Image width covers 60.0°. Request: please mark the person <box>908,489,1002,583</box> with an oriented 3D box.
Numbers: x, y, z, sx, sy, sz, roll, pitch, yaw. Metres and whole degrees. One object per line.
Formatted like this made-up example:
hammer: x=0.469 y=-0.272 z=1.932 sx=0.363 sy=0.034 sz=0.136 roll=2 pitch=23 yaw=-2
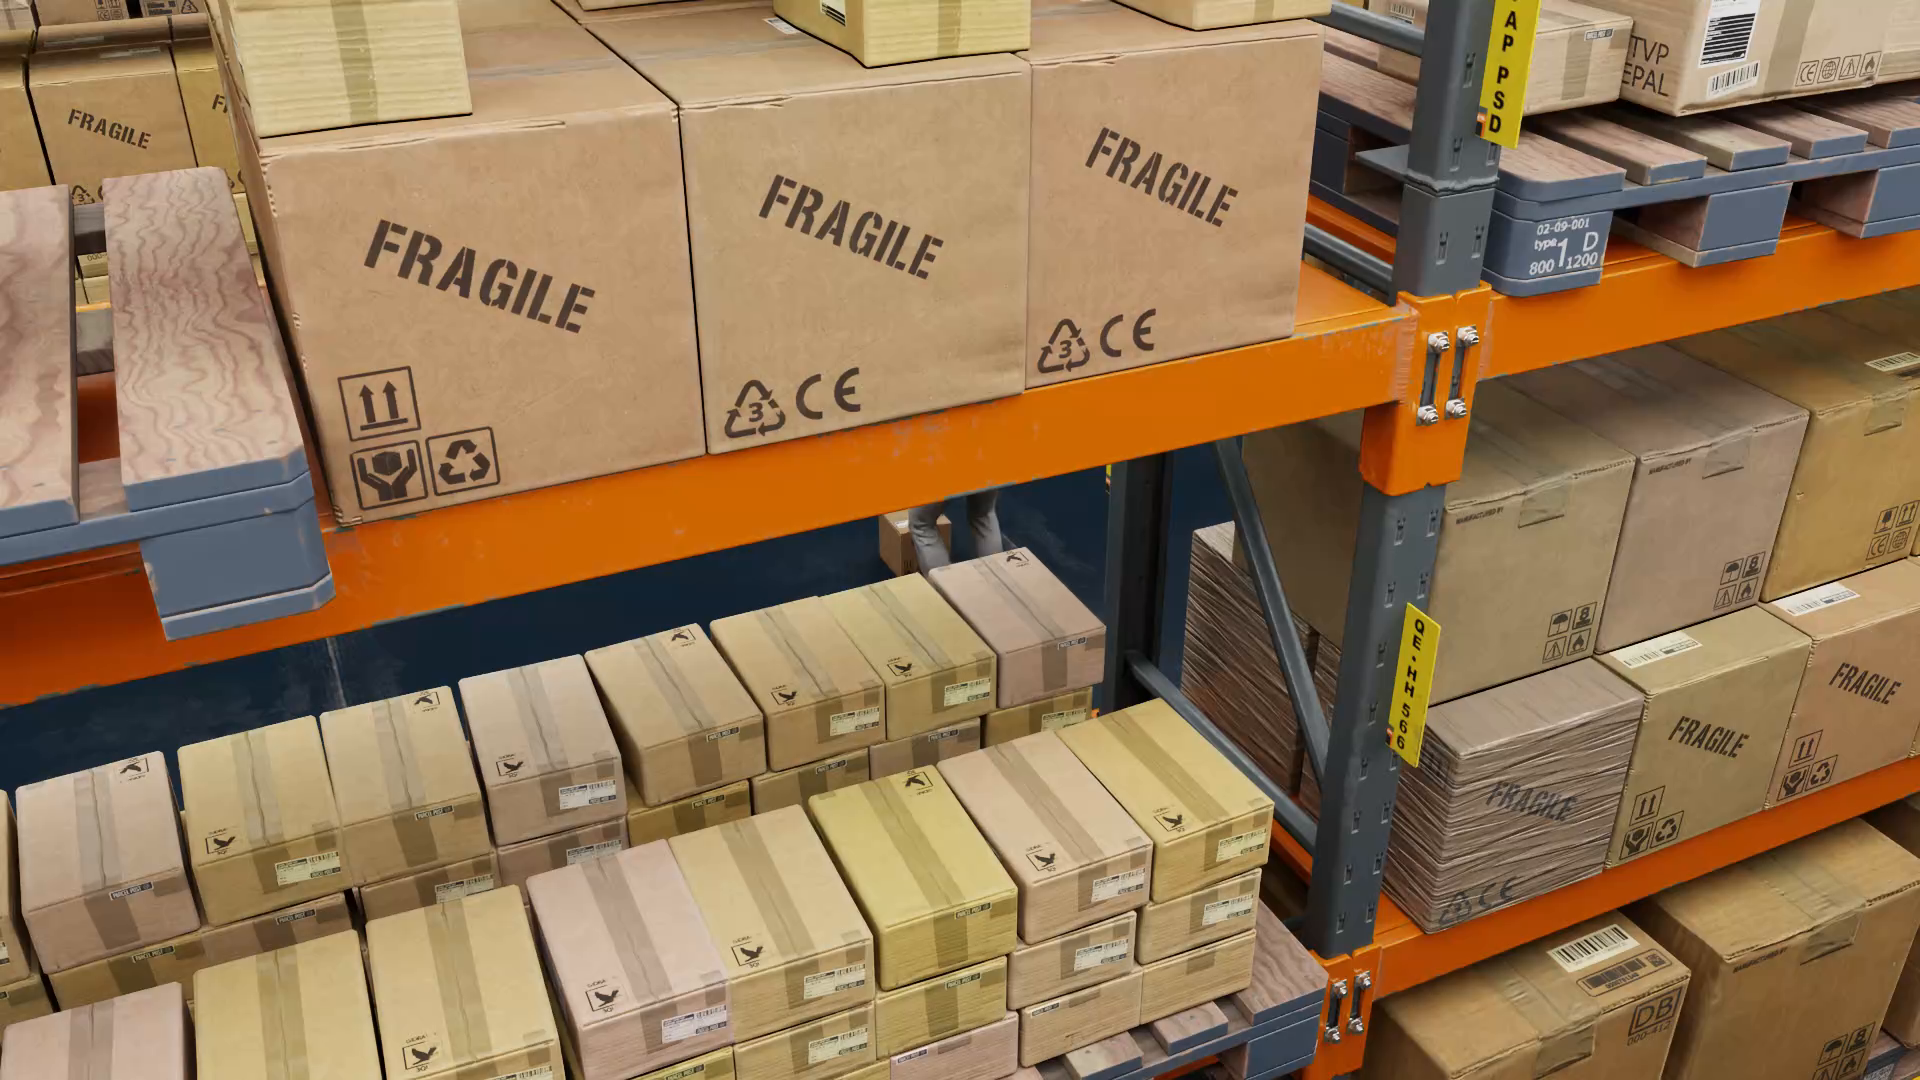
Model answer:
person: x=-0.033 y=-0.373 z=6.859 sx=0.508 sy=1.604 sz=0.485 roll=-12 pitch=32 yaw=-21
